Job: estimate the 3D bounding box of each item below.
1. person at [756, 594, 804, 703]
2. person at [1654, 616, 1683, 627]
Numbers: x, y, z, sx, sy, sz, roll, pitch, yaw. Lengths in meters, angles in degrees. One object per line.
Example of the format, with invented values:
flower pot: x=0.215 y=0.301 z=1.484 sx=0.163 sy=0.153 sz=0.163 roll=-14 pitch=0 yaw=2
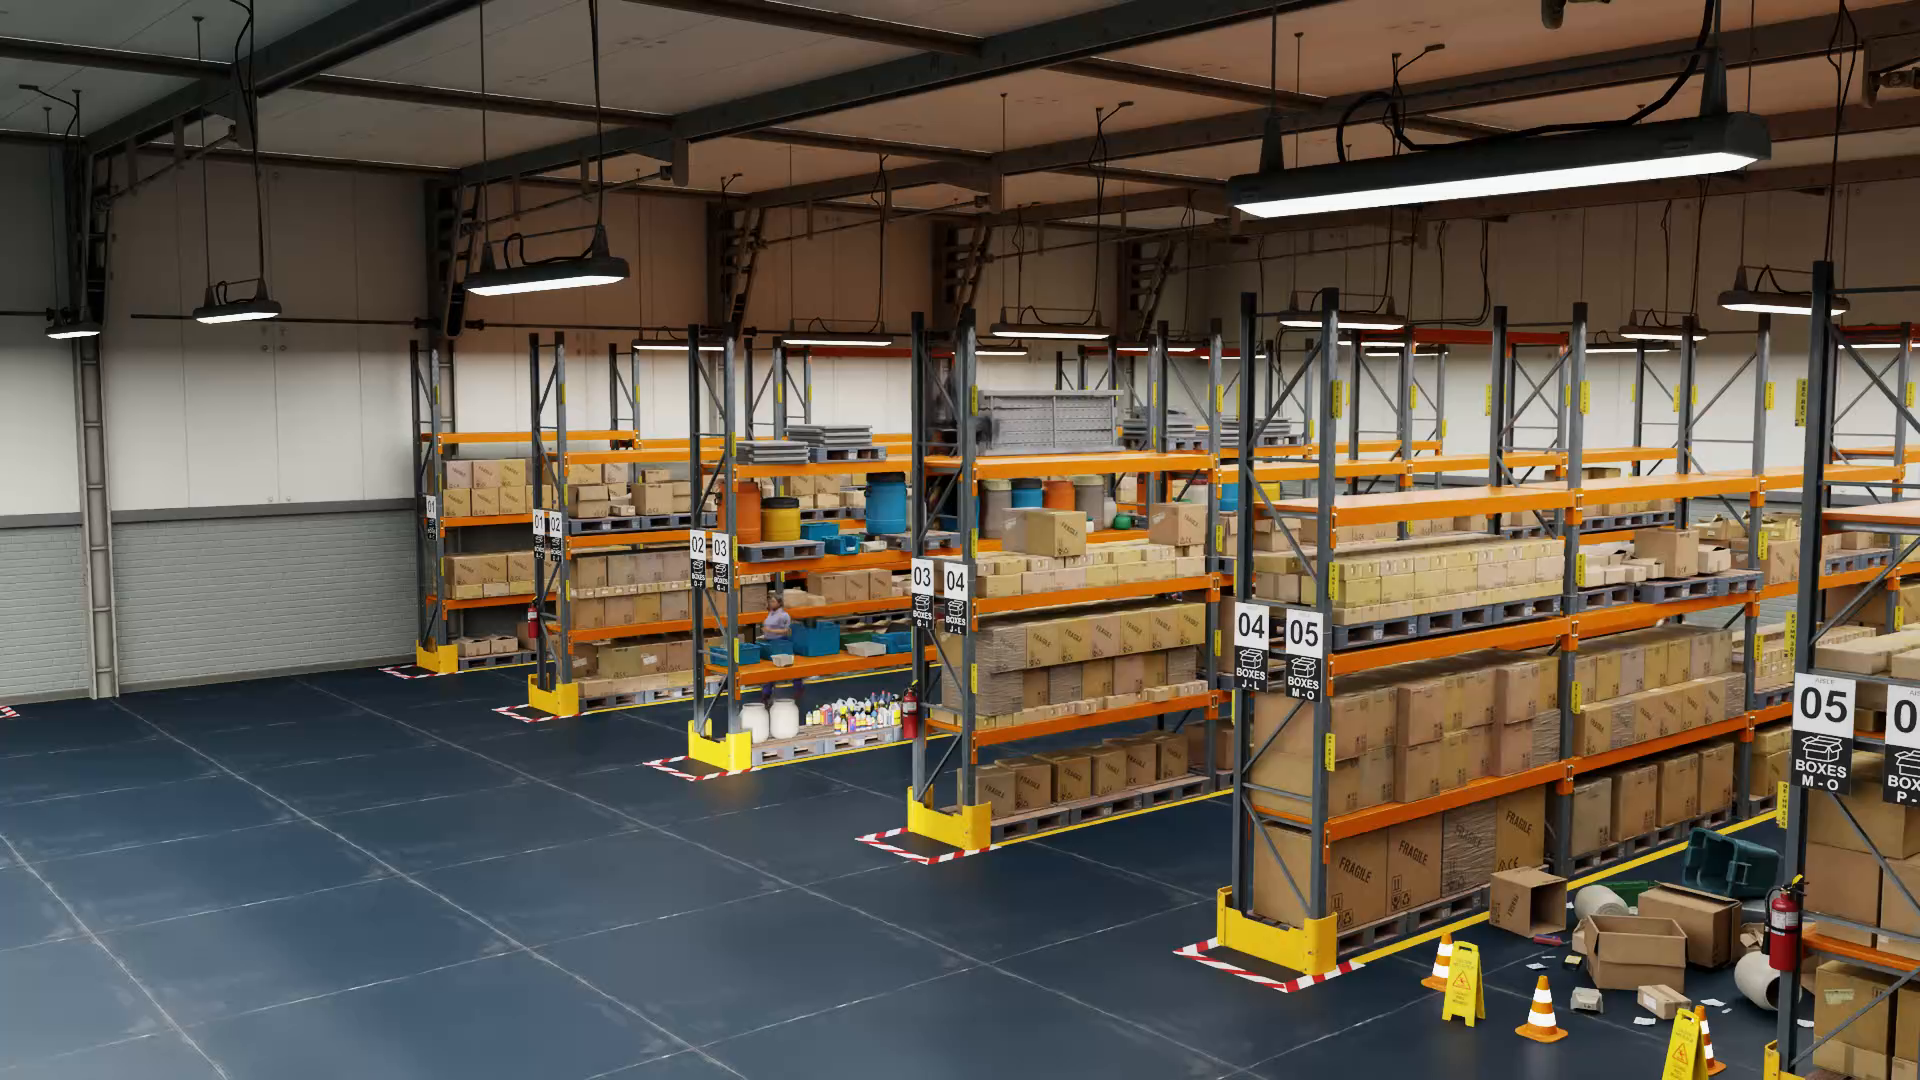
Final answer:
person: x=-2.785 y=1.673 z=25.581 sx=0.599 sy=1.688 sz=0.866 roll=5 pitch=7 yaw=43
person: x=11.028 y=1.870 z=25.878 sx=0.996 sy=1.806 sz=0.680 roll=-5 pitch=7 yaw=-45
